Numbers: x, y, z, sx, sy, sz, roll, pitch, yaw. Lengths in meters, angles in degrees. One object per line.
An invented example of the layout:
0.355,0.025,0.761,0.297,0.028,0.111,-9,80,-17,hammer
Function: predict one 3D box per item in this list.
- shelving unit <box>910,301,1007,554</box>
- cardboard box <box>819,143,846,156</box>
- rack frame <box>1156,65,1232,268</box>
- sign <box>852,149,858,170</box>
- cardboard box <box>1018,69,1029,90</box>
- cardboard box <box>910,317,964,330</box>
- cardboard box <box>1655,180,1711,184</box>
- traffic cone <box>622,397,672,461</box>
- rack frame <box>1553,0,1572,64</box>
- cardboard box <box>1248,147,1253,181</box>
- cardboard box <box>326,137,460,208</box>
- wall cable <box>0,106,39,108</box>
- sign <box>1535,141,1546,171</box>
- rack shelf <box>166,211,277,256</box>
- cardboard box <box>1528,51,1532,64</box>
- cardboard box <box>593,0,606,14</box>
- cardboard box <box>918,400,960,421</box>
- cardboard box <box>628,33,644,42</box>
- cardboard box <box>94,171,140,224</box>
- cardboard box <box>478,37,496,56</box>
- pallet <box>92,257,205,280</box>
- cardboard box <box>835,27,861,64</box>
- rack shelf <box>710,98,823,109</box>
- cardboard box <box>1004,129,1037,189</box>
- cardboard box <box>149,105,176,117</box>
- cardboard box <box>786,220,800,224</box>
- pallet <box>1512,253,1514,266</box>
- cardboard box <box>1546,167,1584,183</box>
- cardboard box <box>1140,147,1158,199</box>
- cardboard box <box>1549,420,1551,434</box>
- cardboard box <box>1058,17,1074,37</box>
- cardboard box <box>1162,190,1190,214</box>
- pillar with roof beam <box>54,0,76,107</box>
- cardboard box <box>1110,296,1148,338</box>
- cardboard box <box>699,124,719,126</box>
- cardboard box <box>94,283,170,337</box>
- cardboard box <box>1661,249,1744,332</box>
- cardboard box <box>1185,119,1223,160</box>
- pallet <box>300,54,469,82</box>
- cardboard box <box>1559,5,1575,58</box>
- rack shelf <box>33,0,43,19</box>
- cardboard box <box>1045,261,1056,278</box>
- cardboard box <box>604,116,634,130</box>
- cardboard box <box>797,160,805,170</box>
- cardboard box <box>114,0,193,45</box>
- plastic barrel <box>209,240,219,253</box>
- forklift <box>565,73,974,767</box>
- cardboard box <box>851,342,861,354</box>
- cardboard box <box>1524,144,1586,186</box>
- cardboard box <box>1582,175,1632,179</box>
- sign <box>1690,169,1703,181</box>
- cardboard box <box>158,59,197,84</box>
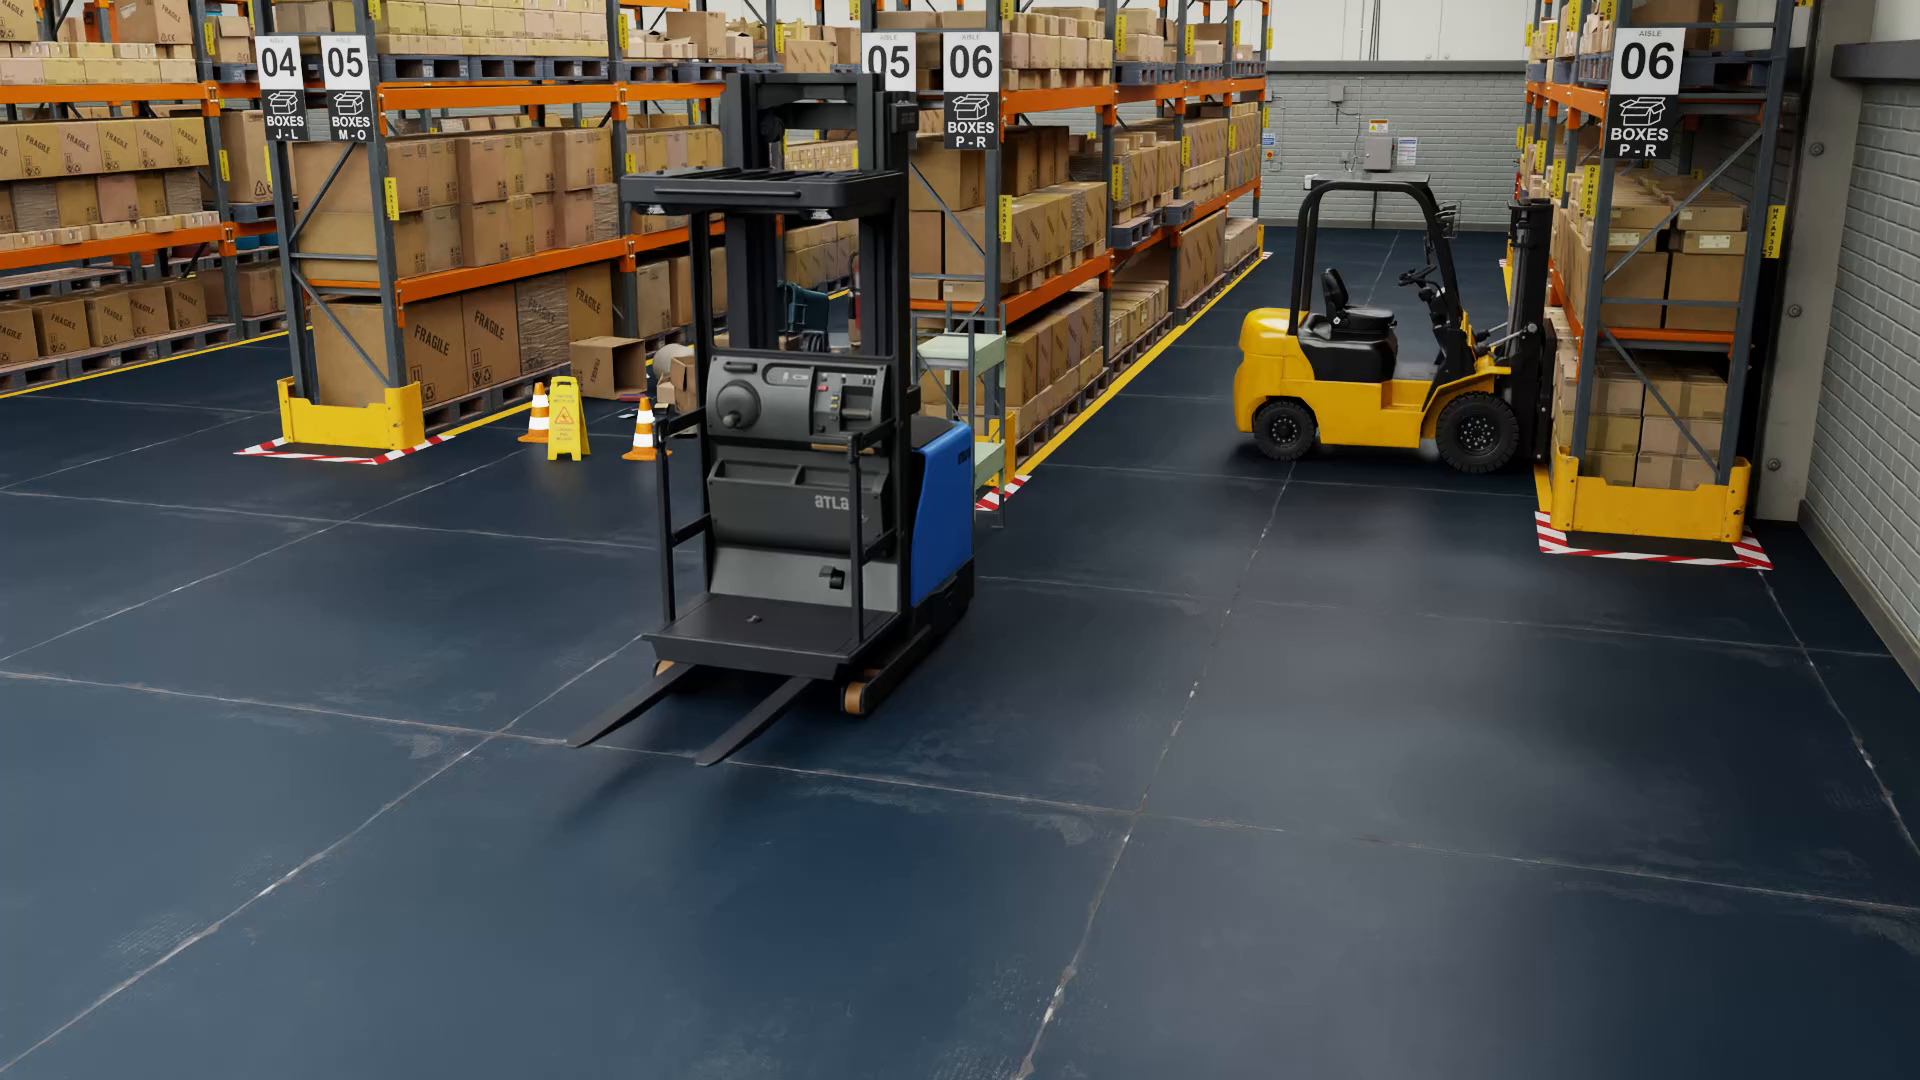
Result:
-0.002,-0.720,10.619,0.431,1.500,0.755,5,16,16,shelving unit
-1.793,-5.376,22.887,0.380,0.149,0.250,4,16,14,cardboard box
3.207,-5.042,23.108,1.000,3.000,0.127,5,16,16,rack frame
-0.730,-2.660,12.009,0.100,0.325,0.005,5,16,16,sign
0.299,-3.429,12.384,0.380,0.149,0.250,5,17,17,cardboard box
-0.186,-1.786,13.334,0.380,0.149,0.250,5,17,17,cardboard box
5.708,-2.758,13.140,0.380,0.149,0.250,4,16,15,cardboard box
-2.479,-0.892,13.125,0.336,0.463,0.334,5,16,16,traffic cone
6.830,-6.498,17.247,1.000,3.000,0.127,5,16,16,rack frame
4.167,-5.724,25.331,0.500,0.500,0.500,5,17,17,cardboard box
-4.767,-3.097,13.996,0.875,0.550,0.550,5,16,16,cardboard box
-19.948,-8.906,34.871,0.084,1.984,1.851,5,16,16,wall cable
6.307,-4.170,18.058,0.100,0.325,0.005,5,16,16,sign
-7.999,-3.895,20.382,1.077,0.370,4.000,5,16,16,rack shelf
8.716,-7.124,24.680,0.500,0.250,0.500,4,16,15,cardboard box
-3.639,-5.142,16.010,0.380,0.149,0.250,4,16,15,cardboard box
-0.225,-1.020,13.199,0.500,0.250,0.500,5,16,16,cardboard box
-3.701,-5.268,17.729,0.500,0.250,0.500,4,16,15,cardboard box
-8.976,-3.529,17.046,0.875,0.500,0.500,5,16,16,cardboard box
-4.214,-4.227,14.247,0.380,0.149,0.250,5,16,15,cardboard box
-11.996,-4.016,24.601,1.003,0.211,1.213,5,16,16,pallet
-1.781,-7.002,23.569,0.700,0.500,0.500,5,16,16,cardboard box
-2.136,-5.973,22.213,1.077,0.370,4.000,5,16,16,rack shelf
0.266,-3.262,14.271,0.700,0.500,0.500,4,16,15,cardboard box
-14.803,-7.749,30.638,0.500,0.500,0.500,5,17,17,cardboard box
-2.469,-4.177,22.496,0.500,0.250,0.500,5,17,17,cardboard box
8.857,-4.134,25.019,1.003,0.211,1.213,5,16,16,pallet
6.383,-3.841,17.503,0.380,0.149,0.250,5,17,17,cardboard box
1.773,-3.837,17.363,0.500,0.500,0.500,4,16,14,cardboard box
4.815,-0.942,12.924,0.500,0.250,0.500,5,17,18,cardboard box
0.704,-4.142,13.437,0.380,0.149,0.250,5,17,17,cardboard box
2.451,-4.032,19.822,0.500,0.250,0.500,4,16,15,cardboard box
-15.339,-11.335,34.301,9.100,9.000,0.400,5,16,16,pillar with roof beam
1.477,-2.395,17.821,0.950,0.372,0.625,5,17,18,cardboard box
-2.841,-4.765,20.118,0.700,0.500,0.500,5,16,16,cardboard box
-8.875,-2.465,17.834,0.500,0.500,0.500,11,19,33,cardboard box
4.964,-1.675,11.054,0.500,0.500,0.500,5,17,18,cardboard box
3.181,-5.299,21.998,0.500,0.500,0.500,5,17,17,cardboard box
-4.777,-3.855,13.590,1.003,0.211,1.213,5,16,16,pallet
6.343,-5.042,16.477,0.700,0.500,0.500,4,16,15,cardboard box
-16.360,-8.404,26.019,1.077,0.370,4.000,5,16,16,rack shelf
0.581,-2.258,13.755,0.380,0.149,0.250,4,16,14,cardboard box
-5.622,-6.612,27.001,0.500,0.500,0.500,4,16,14,cardboard box
-2.227,-4.829,21.504,0.380,0.149,0.250,4,16,14,cardboard box
-8.451,-5.455,17.422,0.500,0.500,0.500,4,16,14,cardboard box
-11.661,-4.733,25.807,0.421,0.512,0.421,0,16,0,plastic barrel
-0.867,-0.697,7.915,1.130,2.935,3.031,5,17,18,forklift
-0.676,-1.573,15.454,0.500,0.500,0.500,-10,19,-32,cardboard box
7.615,-4.799,21.299,0.700,0.500,0.500,5,17,17,cardboard box
5.348,-2.931,13.749,0.380,0.149,0.250,5,17,17,cardboard box
6.226,-2.977,14.096,0.100,0.325,0.005,5,16,16,sign
-8.447,-4.949,17.558,0.500,0.250,0.500,5,17,18,cardboard box
